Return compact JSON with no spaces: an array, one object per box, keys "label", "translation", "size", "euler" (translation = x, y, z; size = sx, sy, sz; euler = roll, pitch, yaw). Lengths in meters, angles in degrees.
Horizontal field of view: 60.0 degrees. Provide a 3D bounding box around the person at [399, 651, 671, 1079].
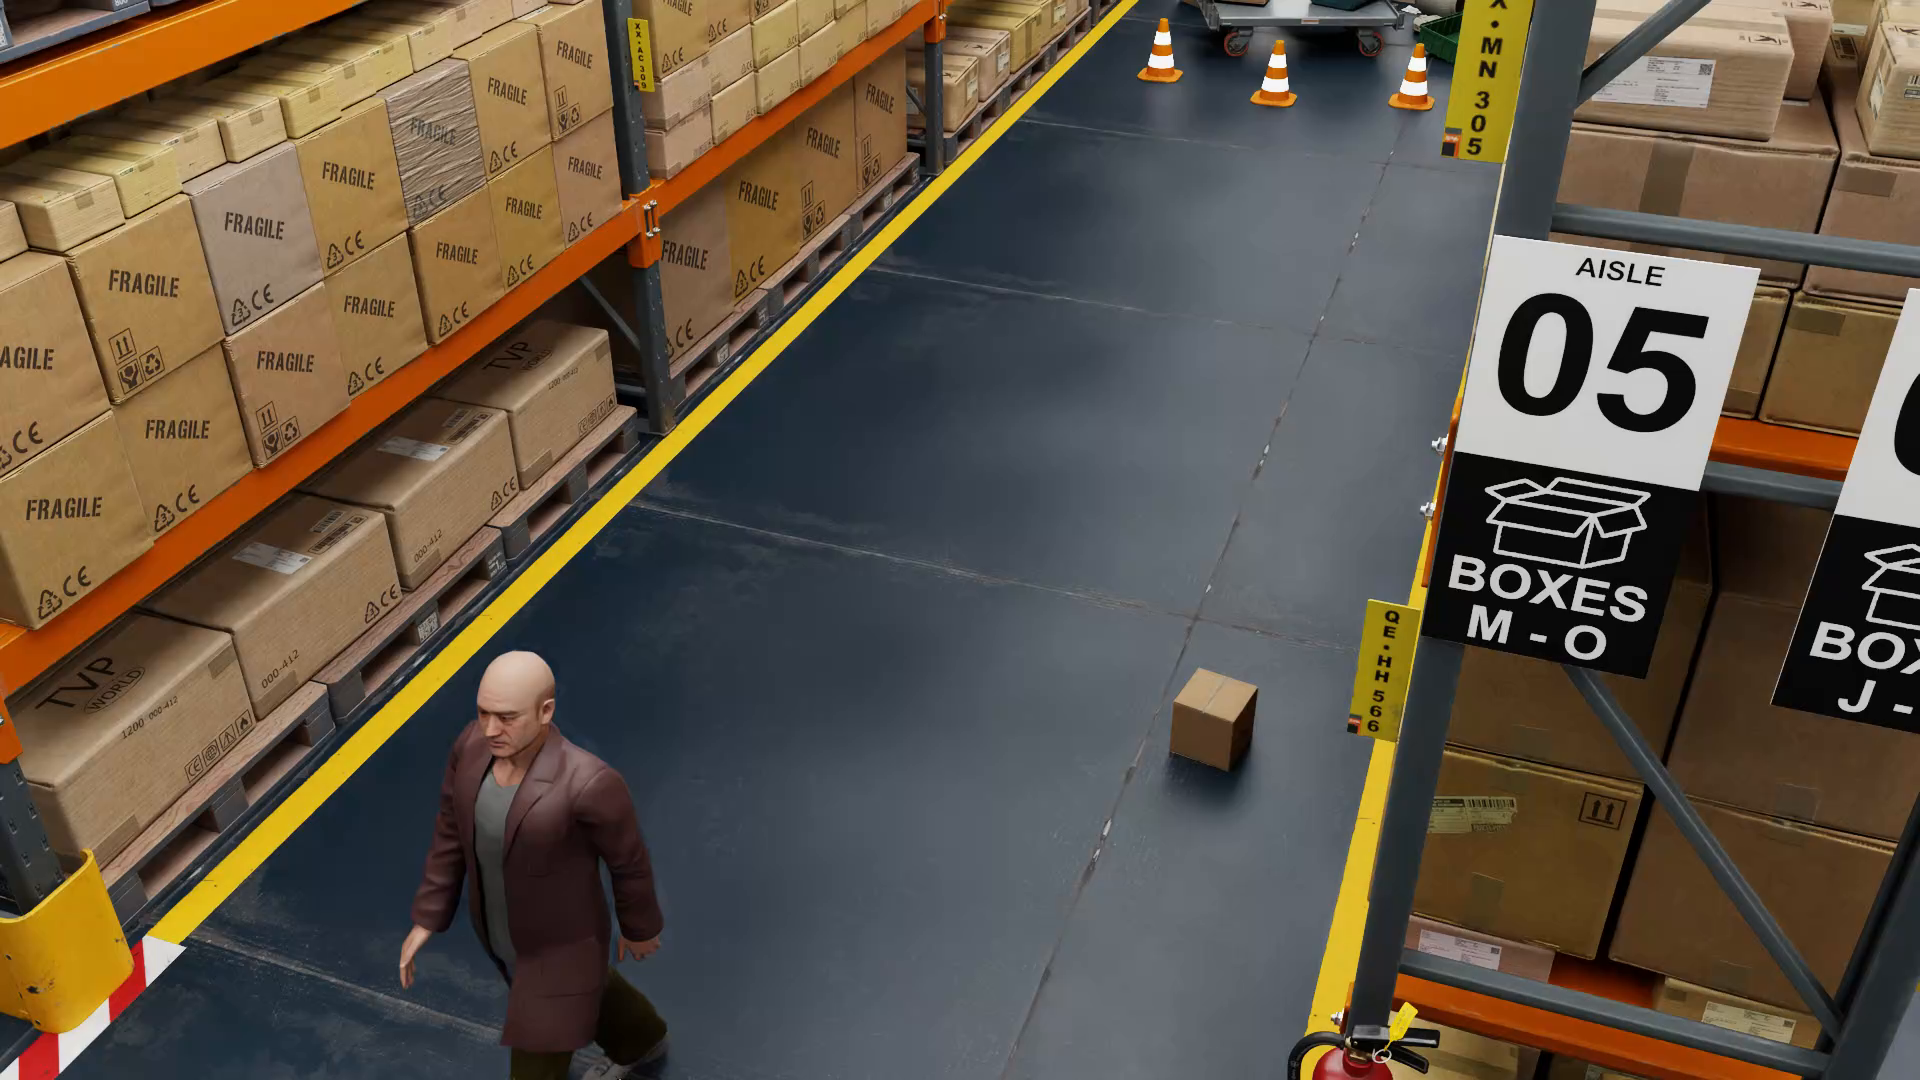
[{"label":"person","translation":[-1.199,1.087,4.441],"size":[0.571,1.733,1.022],"euler":[22,39,30]}]
